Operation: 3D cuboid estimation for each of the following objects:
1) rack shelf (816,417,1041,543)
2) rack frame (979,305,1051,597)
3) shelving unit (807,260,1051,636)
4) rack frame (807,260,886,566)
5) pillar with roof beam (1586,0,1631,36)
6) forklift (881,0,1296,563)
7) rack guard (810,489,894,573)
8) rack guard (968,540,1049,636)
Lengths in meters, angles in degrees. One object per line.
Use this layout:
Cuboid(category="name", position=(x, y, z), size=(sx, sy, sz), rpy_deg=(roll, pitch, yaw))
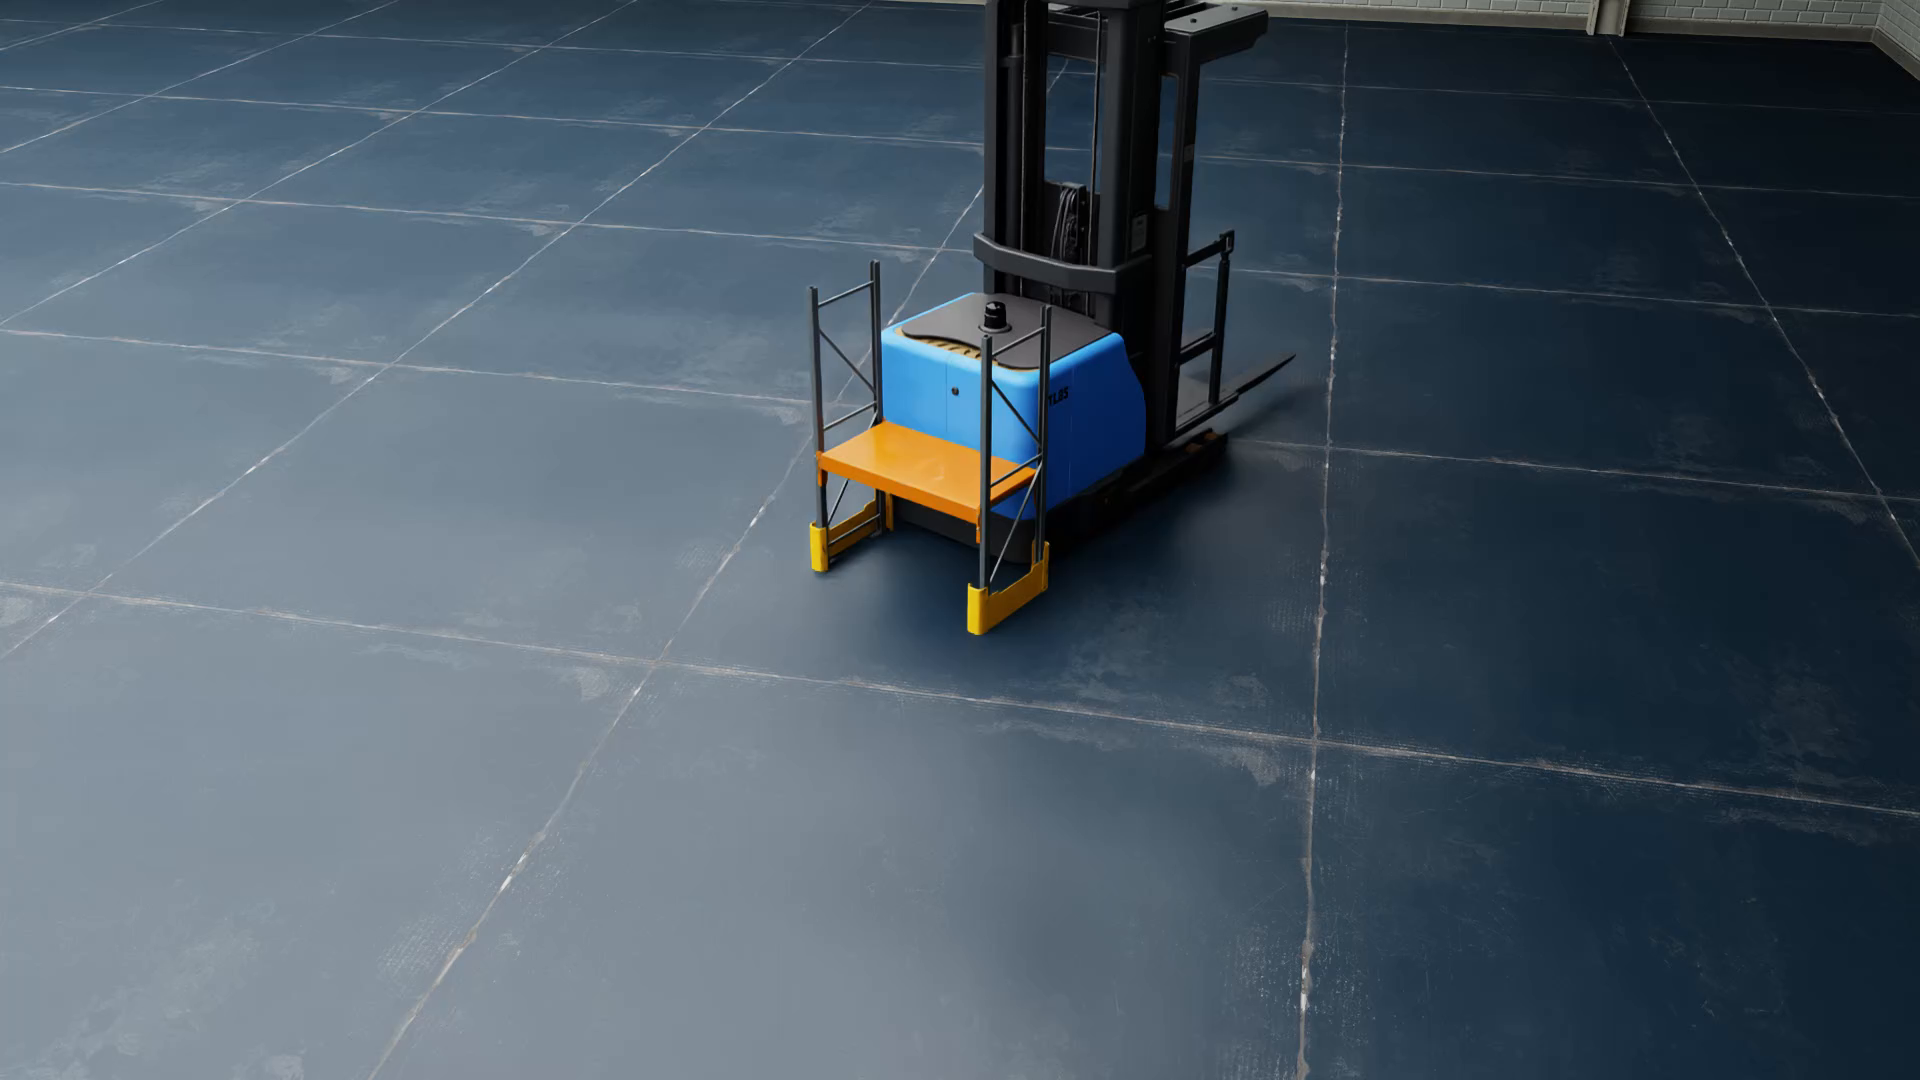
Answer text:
Cuboid(category="rack shelf", position=(-0.151, -0.307, 8.123), size=(1.000, 0.185, 0.538), rpy_deg=(20, 35, 32))
Cuboid(category="rack frame", position=(0.254, -0.317, 7.767), size=(0.032, 1.500, 0.500), rpy_deg=(20, 35, 32))
Cuboid(category="shelving unit", position=(-0.158, -0.467, 8.042), size=(1.083, 1.500, 0.587), rpy_deg=(20, 35, 32))
Cuboid(category="rack frame", position=(-0.555, -0.612, 8.307), size=(0.032, 1.500, 0.500), rpy_deg=(20, 35, 32))
Cuboid(category="pillar with roof beam", position=(6.761, -7.952, 13.903), size=(0.400, 9.000, 9.100), rpy_deg=(6, 29, 11))
Cuboid(category="forklift", position=(0.888, -1.804, 8.992), size=(1.130, 2.935, 3.031), rpy_deg=(22, 35, 34))
Cuboid(category="rack guard", position=(-0.554, -0.064, 8.606), size=(0.087, 0.250, 0.587), rpy_deg=(20, 35, 32))
Cuboid(category="rack guard", position=(0.239, 0.226, 8.078), size=(0.087, 0.250, 0.587), rpy_deg=(20, 35, 32))
